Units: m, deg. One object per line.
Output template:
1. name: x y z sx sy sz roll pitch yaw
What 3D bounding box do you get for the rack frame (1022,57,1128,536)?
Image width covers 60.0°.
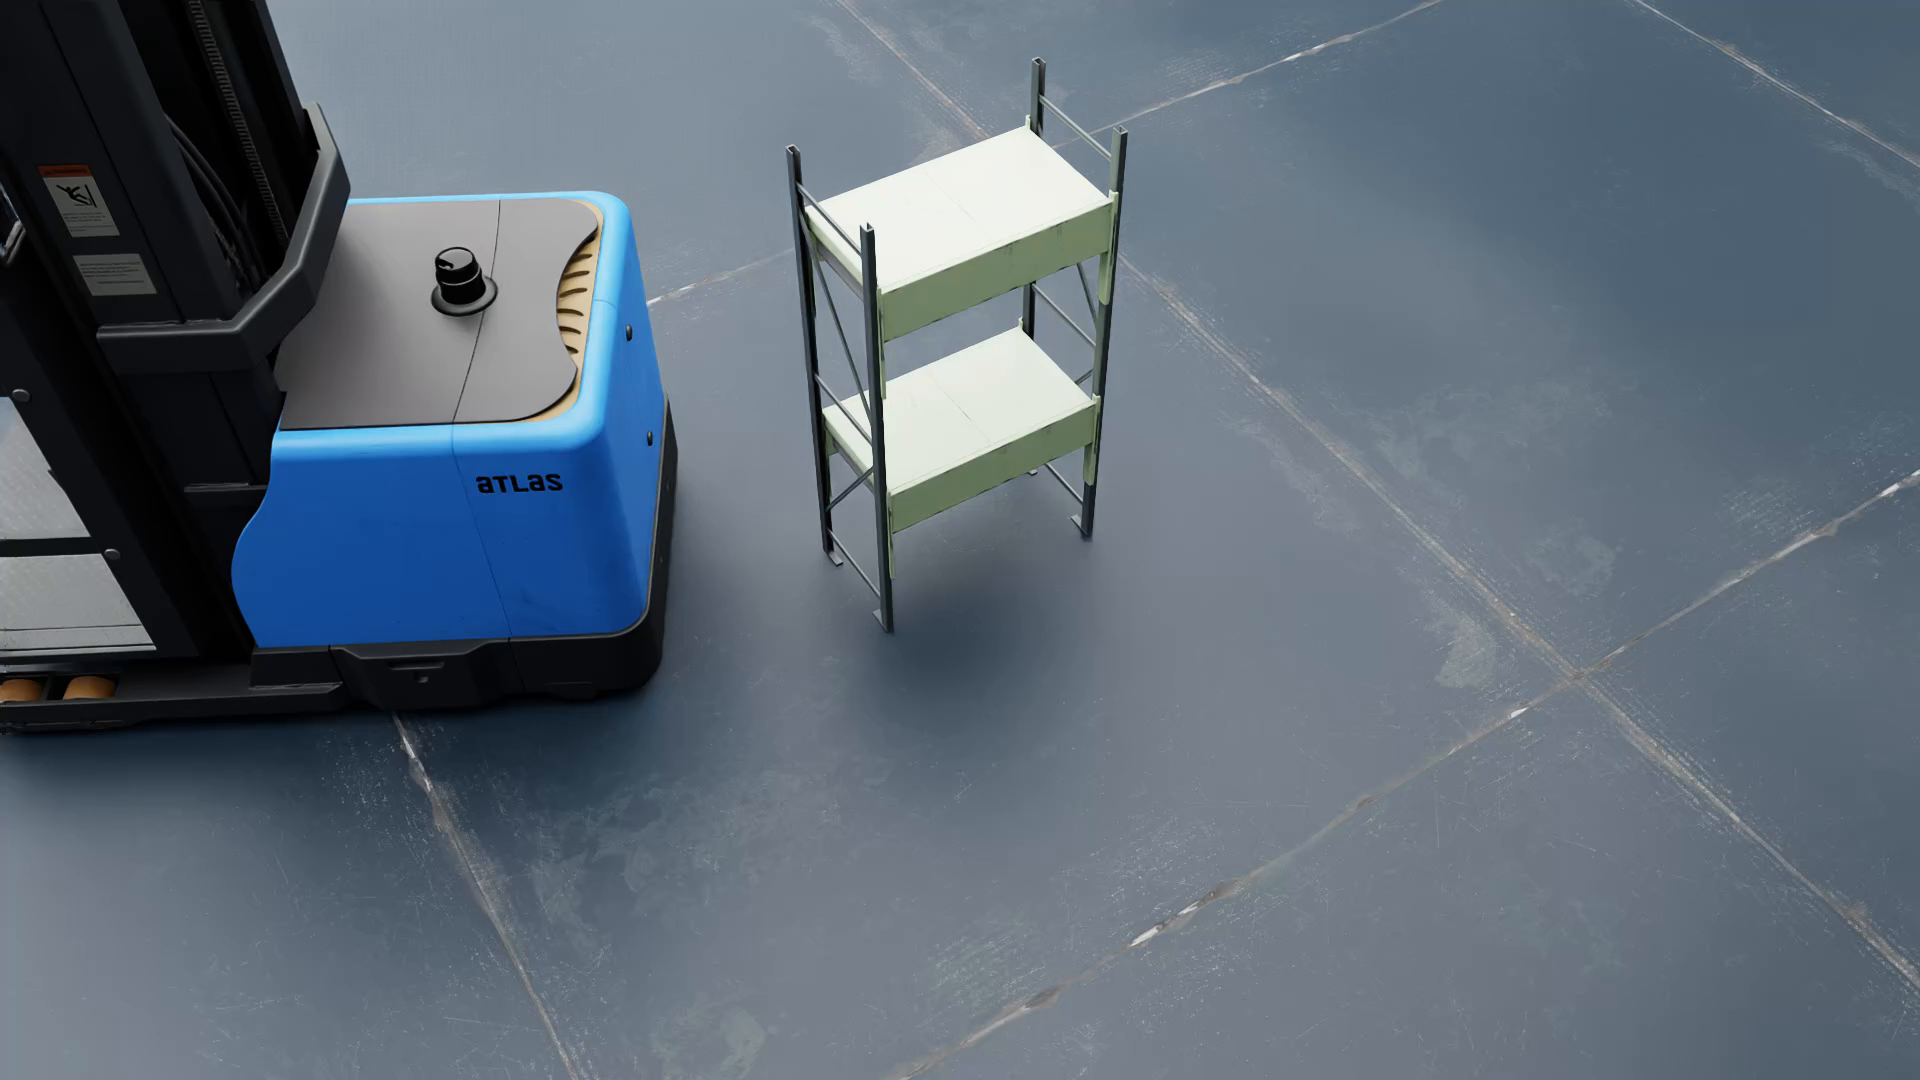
1. rack frame: 0.304 -0.642 4.817 0.023 1.500 0.400 -25 53 -21

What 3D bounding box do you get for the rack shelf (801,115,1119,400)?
1. rack shelf: -0.006 -0.756 4.396 0.720 0.370 0.431 -25 53 -21

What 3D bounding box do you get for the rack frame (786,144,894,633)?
1. rack frame: -0.315 -0.350 4.558 0.023 1.500 0.400 -25 53 -21

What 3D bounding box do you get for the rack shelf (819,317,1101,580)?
1. rack shelf: -0.006 -0.279 4.931 0.720 0.370 0.431 -25 53 -21

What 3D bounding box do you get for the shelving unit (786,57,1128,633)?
1. shelving unit: -0.006 -0.496 4.688 0.755 1.500 0.431 -25 53 -21

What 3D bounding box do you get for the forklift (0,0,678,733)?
1. forklift: -2.407 -0.833 4.029 3.031 2.935 1.130 -2 48 -2
